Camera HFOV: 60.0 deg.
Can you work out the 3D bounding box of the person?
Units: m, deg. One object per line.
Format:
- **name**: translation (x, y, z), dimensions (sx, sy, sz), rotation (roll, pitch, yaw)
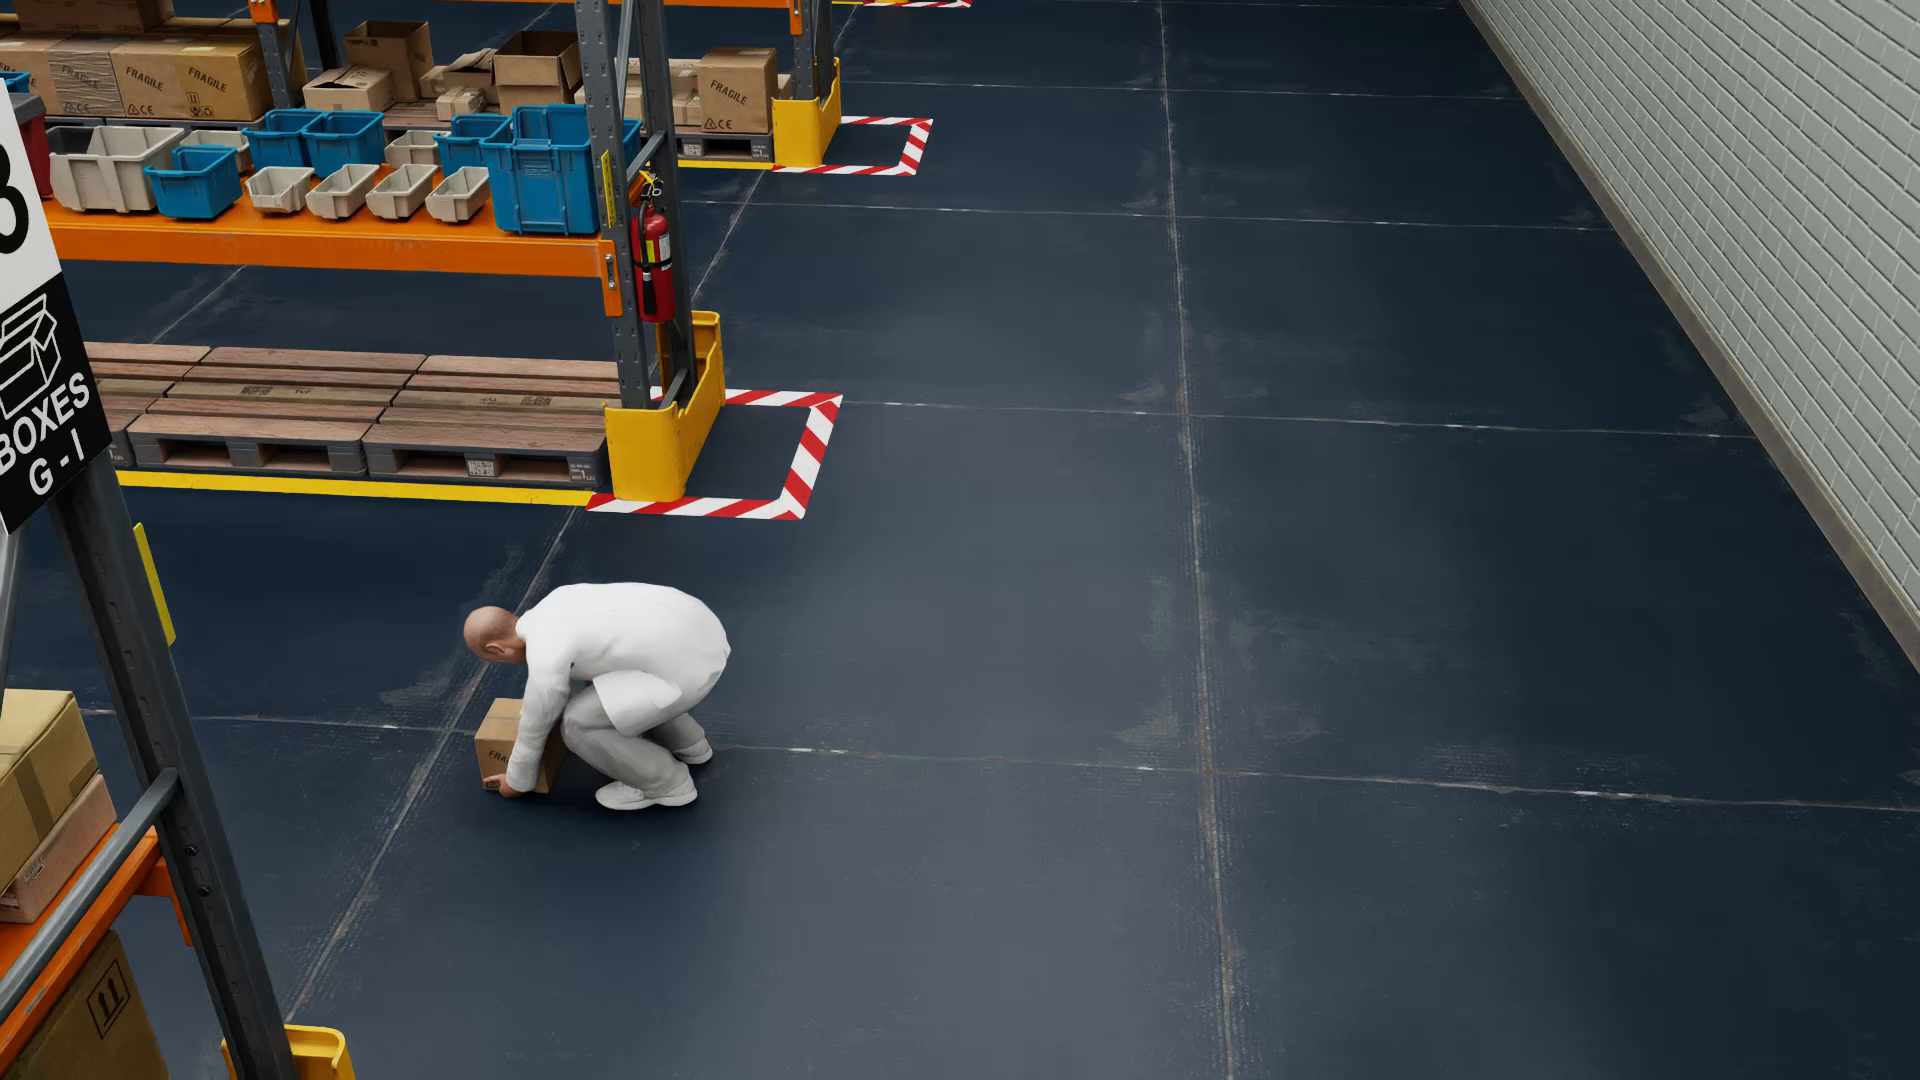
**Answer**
- **person**: translation (-1.317, 0.564, 6.169), dimensions (0.950, 0.836, 0.582), rotation (2, 32, 3)
